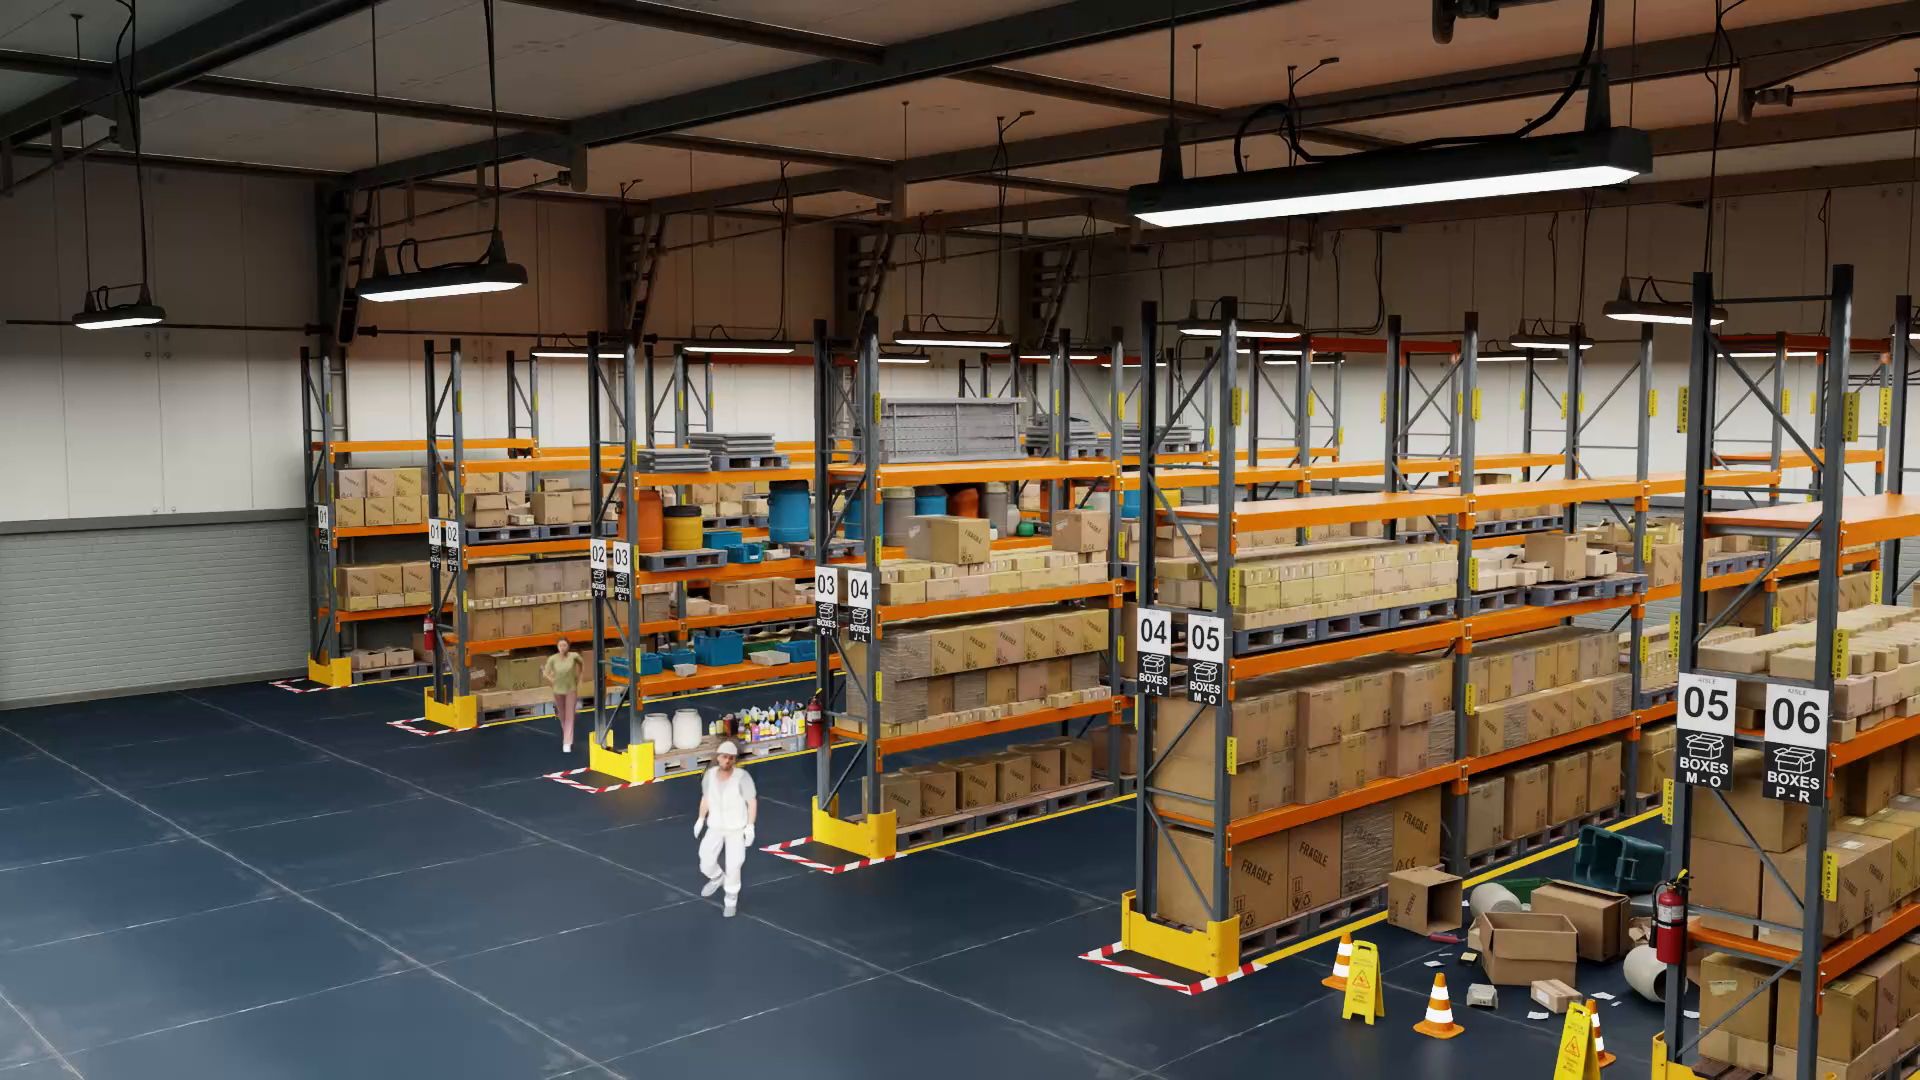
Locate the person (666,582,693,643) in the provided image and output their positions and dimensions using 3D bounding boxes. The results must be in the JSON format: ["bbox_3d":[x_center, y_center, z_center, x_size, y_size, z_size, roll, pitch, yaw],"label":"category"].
[{"bbox_3d":[-5.573,1.438,32.806,0.663,1.697,0.901,1,5,9],"label":"person"}]

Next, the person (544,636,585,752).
[{"bbox_3d":[-5.743,2.196,24.171,0.550,1.631,1.026,0,5,-6],"label":"person"}]

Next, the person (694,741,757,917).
[{"bbox_3d":[-2.307,2.836,16.497,0.720,1.755,0.684,1,5,11],"label":"person"}]
